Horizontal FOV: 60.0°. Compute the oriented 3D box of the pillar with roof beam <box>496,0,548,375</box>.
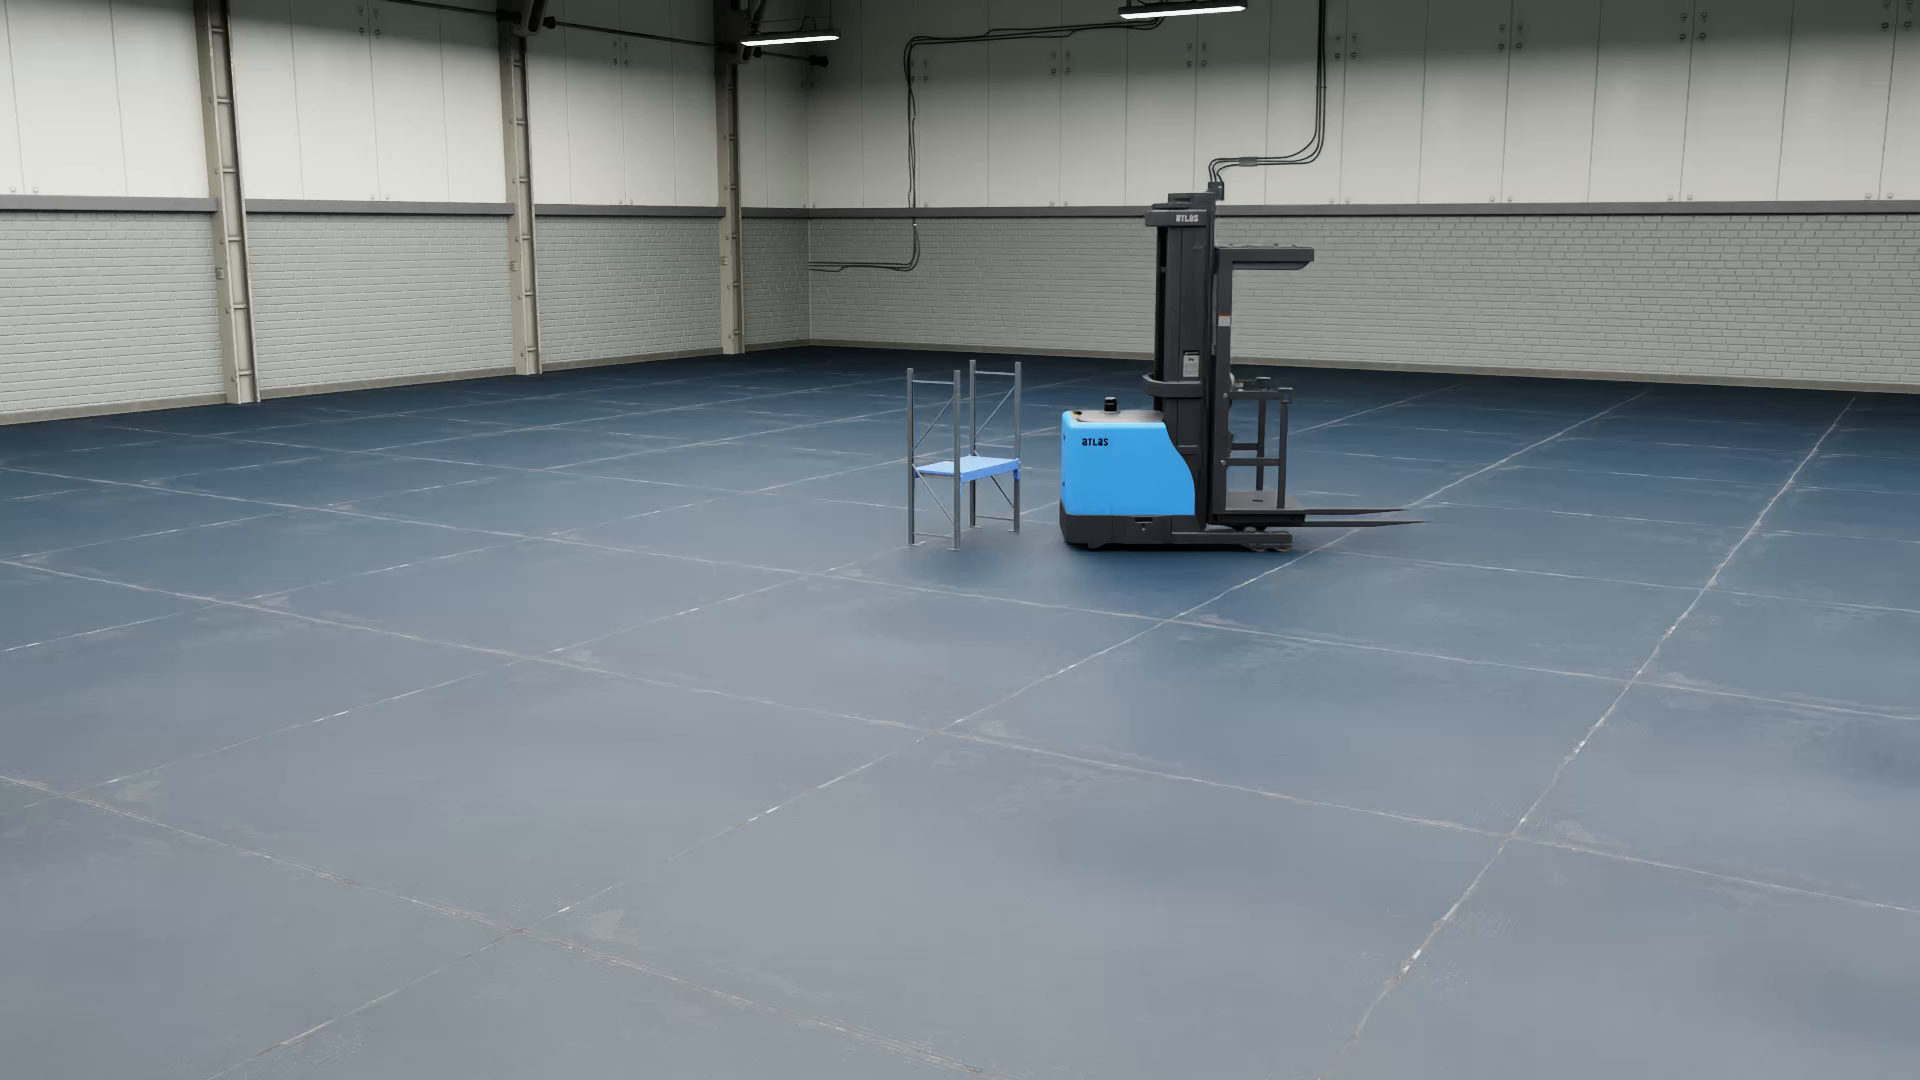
[{"bbox_3d":[-4.322,-7.093,27.804,9.100,9.000,0.548,6,12,31],"label":"pillar with roof beam"}]

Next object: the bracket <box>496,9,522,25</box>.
[{"bbox_3d":[-7.913,-9.175,29.140,0.235,0.232,0.430,6,12,31],"label":"bracket"}]

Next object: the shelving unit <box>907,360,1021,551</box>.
[{"bbox_3d":[0.044,-0.751,14.302,0.538,1.500,1.048,6,12,31],"label":"shelving unit"}]

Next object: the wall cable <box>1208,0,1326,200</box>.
[{"bbox_3d":[5.879,-9.547,31.670,2.305,6.003,0.169,6,12,31],"label":"wall cable"}]

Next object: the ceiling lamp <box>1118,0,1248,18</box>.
[{"bbox_3d":[3.483,-9.550,25.063,2.000,3.185,0.800,6,12,31],"label":"ceiling lamp"}]

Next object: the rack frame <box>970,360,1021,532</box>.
[{"bbox_3d":[0.308,-0.831,14.729,0.500,1.500,0.032,6,12,31],"label":"rack frame"}]

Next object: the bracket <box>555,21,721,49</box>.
[{"bbox_3d":[-6.136,-9.713,32.016,0.076,0.066,4.783,6,12,31],"label":"bracket"}]

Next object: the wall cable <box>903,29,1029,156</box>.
[{"bbox_3d":[0.086,-9.483,35.281,3.097,2.526,0.112,6,12,31],"label":"wall cable"}]

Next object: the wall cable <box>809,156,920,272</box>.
[{"bbox_3d":[-2.226,-7.259,37.127,3.097,2.526,0.112,6,12,31],"label":"wall cable"}]

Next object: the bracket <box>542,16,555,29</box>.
[{"bbox_3d":[-7.482,-9.305,29.837,0.235,0.232,0.430,6,12,31],"label":"bracket"}]

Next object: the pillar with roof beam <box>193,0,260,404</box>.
[{"bbox_3d":[-7.437,-6.150,22.763,9.100,9.000,0.400,6,12,31],"label":"pillar with roof beam"}]

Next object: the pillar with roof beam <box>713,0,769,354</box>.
[{"bbox_3d":[-1.207,-8.037,32.844,9.100,9.000,0.548,6,12,31],"label":"pillar with roof beam"}]

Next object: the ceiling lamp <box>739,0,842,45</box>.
[{"bbox_3d":[-2.833,-10.256,28.834,2.000,3.185,0.800,6,12,31],"label":"ceiling lamp"}]

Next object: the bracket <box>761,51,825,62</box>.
[{"bbox_3d":[-3.443,-10.529,36.372,0.076,0.066,3.189,6,12,31],"label":"bracket"}]

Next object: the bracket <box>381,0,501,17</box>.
[{"bbox_3d":[-9.251,-8.770,26.975,0.076,0.066,4.783,6,12,31],"label":"bracket"}]

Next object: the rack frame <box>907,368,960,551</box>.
[{"bbox_3d":[-0.220,-0.671,13.875,0.500,1.500,0.032,6,12,31],"label":"rack frame"}]

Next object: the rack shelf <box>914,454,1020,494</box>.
[{"bbox_3d":[0.044,-0.574,14.335,0.538,0.185,1.000,6,12,31],"label":"rack shelf"}]

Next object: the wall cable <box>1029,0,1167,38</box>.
[{"bbox_3d":[2.731,-11.423,33.284,3.097,2.526,0.112,6,12,31],"label":"wall cable"}]

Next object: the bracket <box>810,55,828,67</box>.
[{"bbox_3d":[-3.137,-10.622,36.868,0.235,0.232,0.430,6,12,31],"label":"bracket"}]

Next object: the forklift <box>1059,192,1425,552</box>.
[{"bbox_3d":[2.397,-1.438,14.086,3.031,2.935,1.130,0,11,0],"label":"forklift"}]

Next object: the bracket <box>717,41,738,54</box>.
[{"bbox_3d":[-4.798,-10.118,34.180,0.235,0.232,0.430,6,12,31],"label":"bracket"}]

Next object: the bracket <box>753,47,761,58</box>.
[{"bbox_3d":[-4.367,-10.249,34.877,0.235,0.232,0.430,6,12,31],"label":"bracket"}]
